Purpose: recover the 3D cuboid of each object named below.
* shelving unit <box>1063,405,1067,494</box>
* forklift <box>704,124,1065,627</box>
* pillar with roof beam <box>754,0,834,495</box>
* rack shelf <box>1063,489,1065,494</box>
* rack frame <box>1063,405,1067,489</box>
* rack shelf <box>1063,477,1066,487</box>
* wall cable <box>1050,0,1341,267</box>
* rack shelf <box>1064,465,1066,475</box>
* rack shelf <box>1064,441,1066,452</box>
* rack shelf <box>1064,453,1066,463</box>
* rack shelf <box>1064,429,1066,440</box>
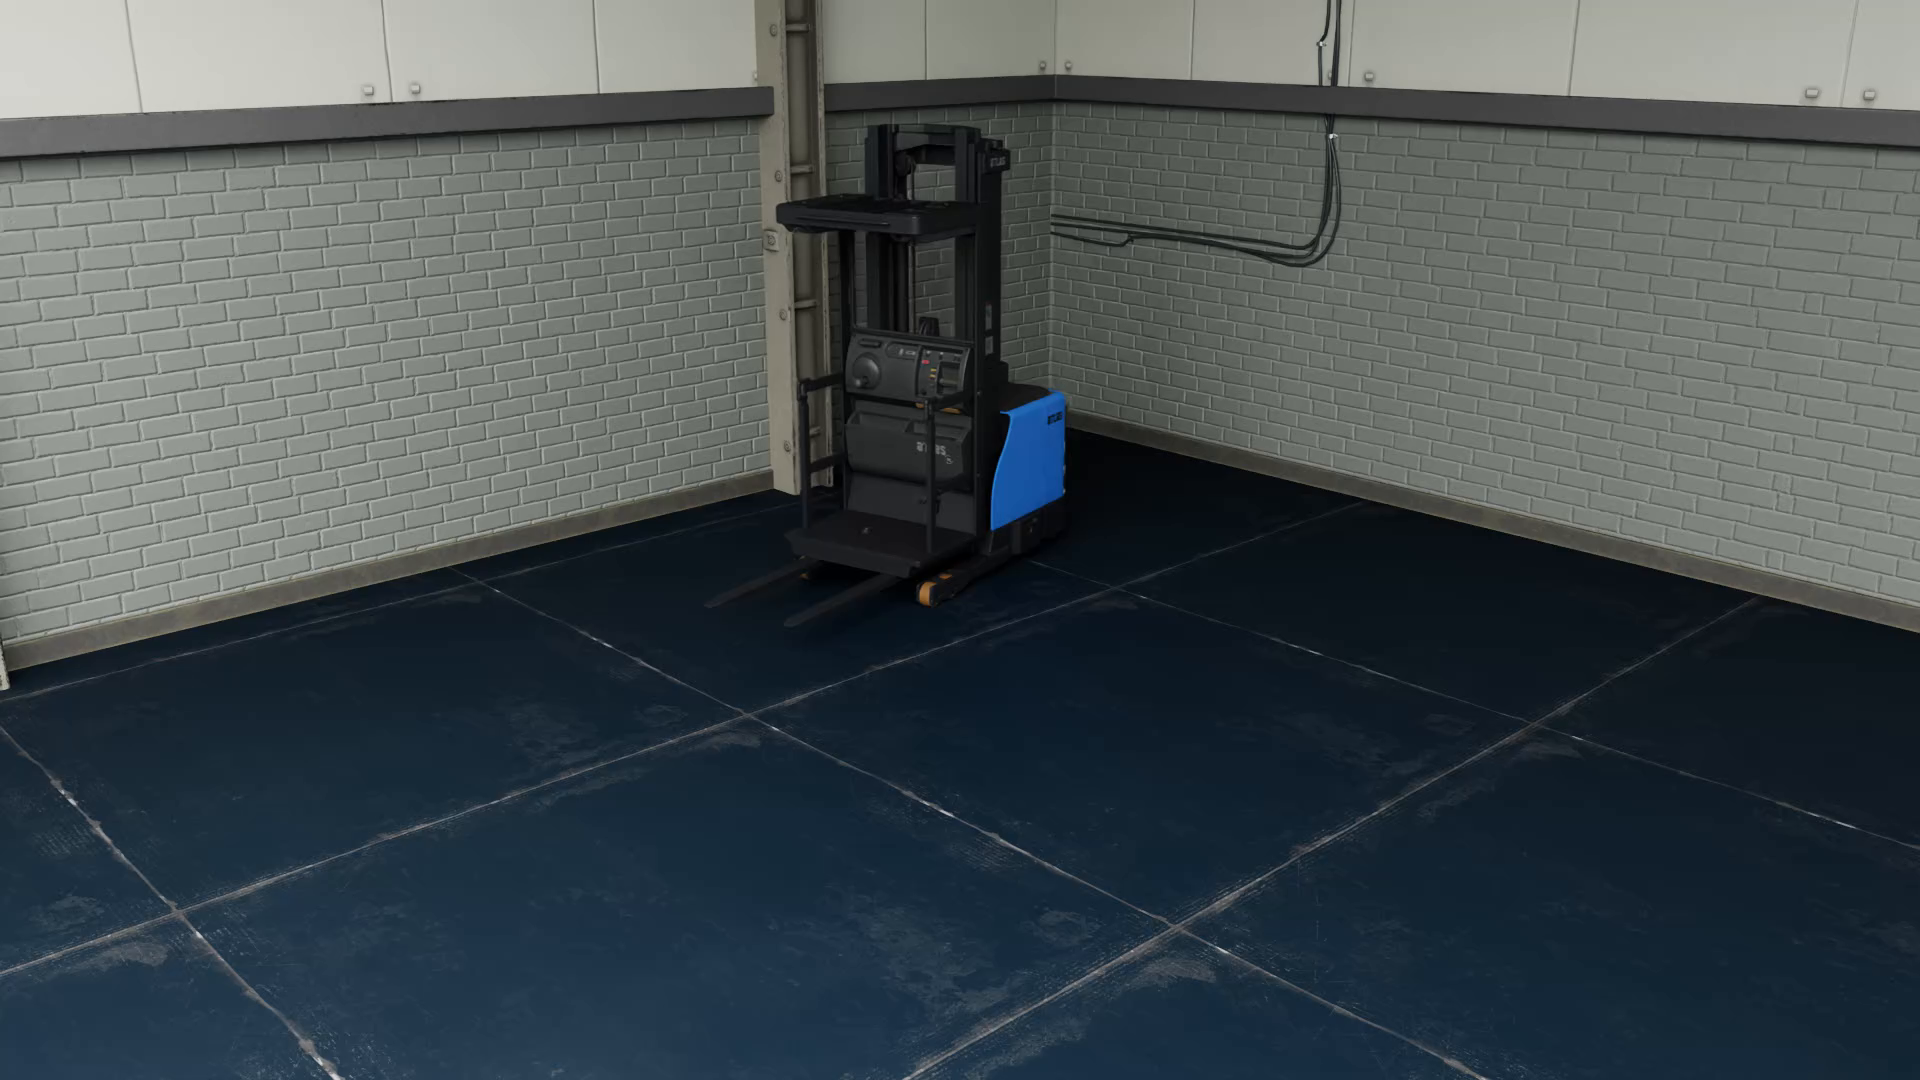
[{"bbox_3d":[0.623,-0.559,12.251,0.210,0.900,0.258,-12,21,-32],"label":"shelving unit"},{"bbox_3d":[-0.457,-1.126,10.707,1.130,2.935,3.031,11,21,31],"label":"forklift"},{"bbox_3d":[1.701,-3.743,8.939,0.400,9.000,9.100,-16,24,-41],"label":"pillar with roof beam"},{"bbox_3d":[0.623,-0.356,12.317,0.200,0.077,0.258,-12,21,-32],"label":"rack shelf"},{"bbox_3d":[0.708,-0.577,12.304,0.006,0.900,0.240,-12,21,-32],"label":"rack frame"},{"bbox_3d":[0.623,-0.442,12.289,0.200,0.077,0.258,-12,21,-32],"label":"rack shelf"},{"bbox_3d":[1.792,-3.559,13.405,0.112,2.526,3.097,-16,24,-41],"label":"wall cable"},{"bbox_3d":[0.623,-0.528,12.261,0.200,0.077,0.258,-12,21,-32],"label":"rack shelf"},{"bbox_3d":[0.623,-0.699,12.206,0.200,0.077,0.258,-12,21,-32],"label":"rack shelf"},{"bbox_3d":[0.623,-0.613,12.233,0.200,0.077,0.258,-12,21,-32],"label":"rack shelf"},{"bbox_3d":[0.623,-0.784,12.178,0.200,0.077,0.258,-12,21,-32],"label":"rack shelf"}]
